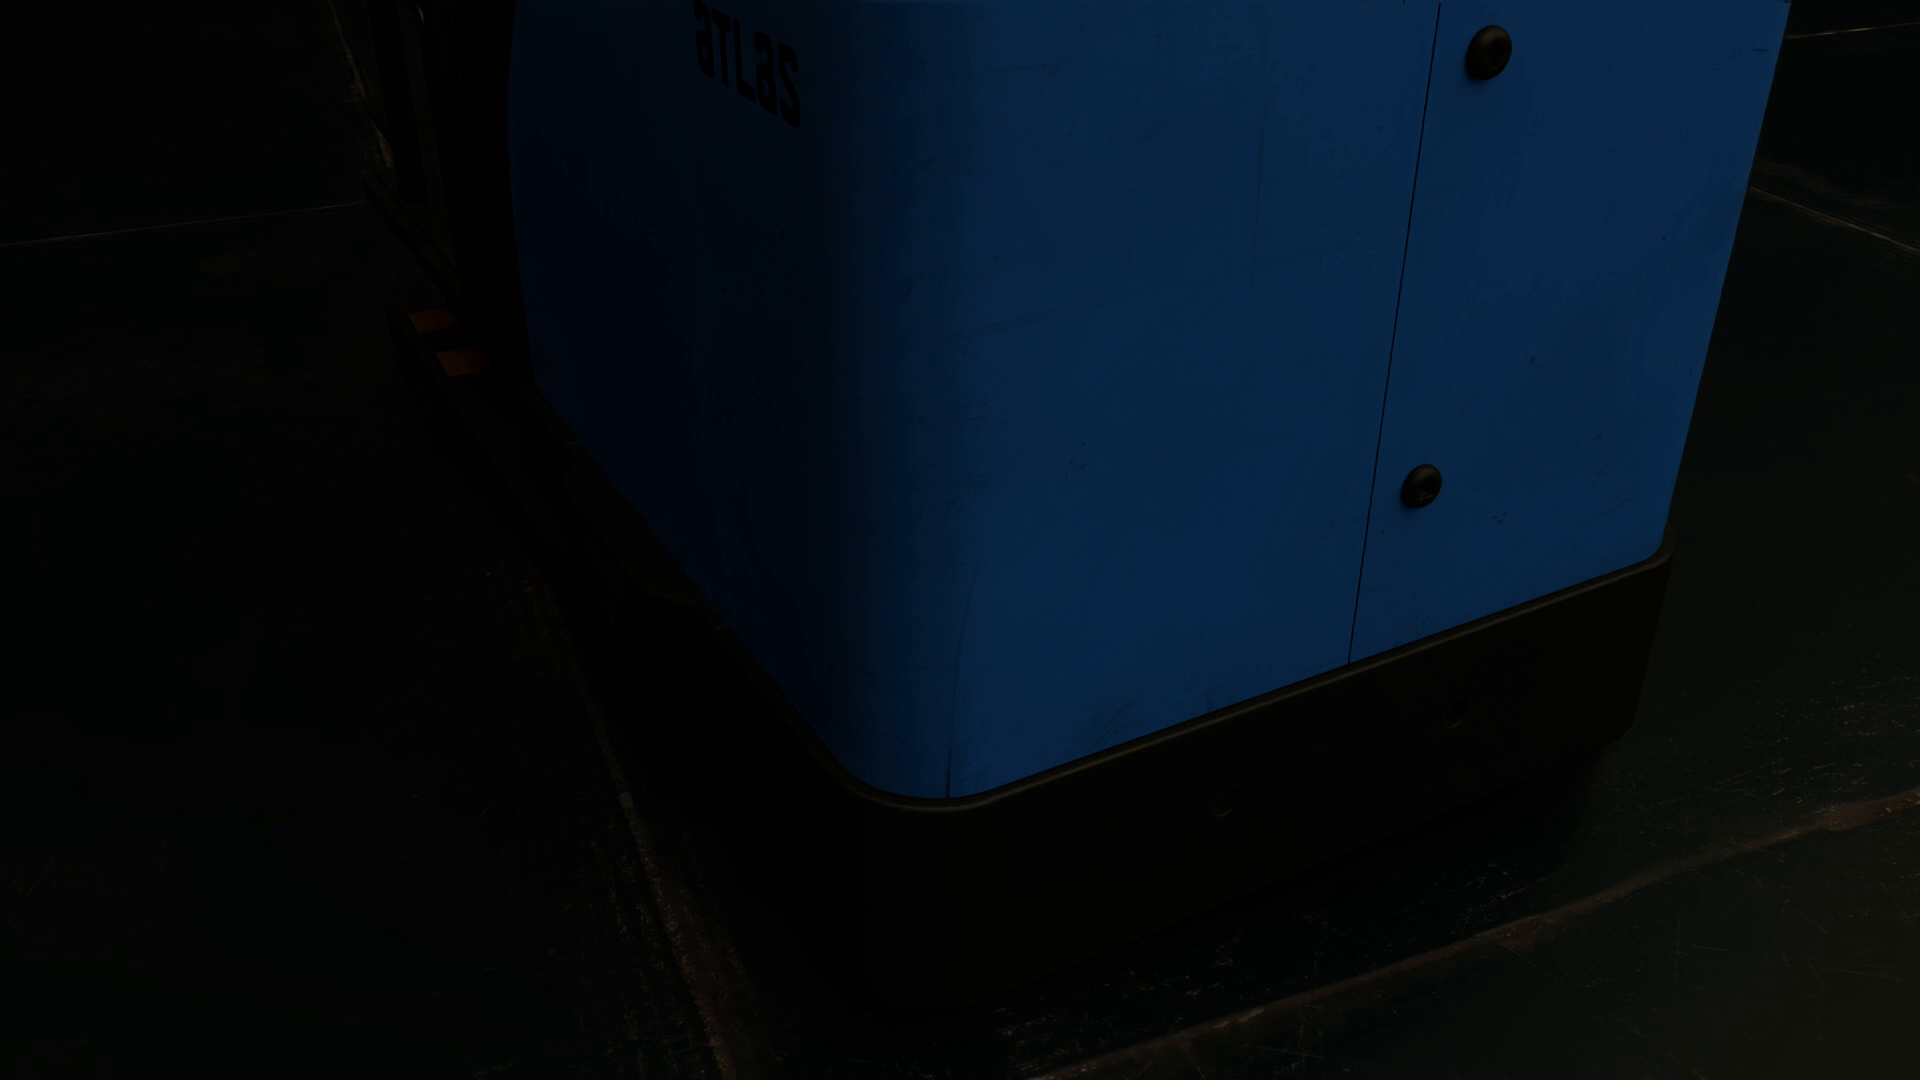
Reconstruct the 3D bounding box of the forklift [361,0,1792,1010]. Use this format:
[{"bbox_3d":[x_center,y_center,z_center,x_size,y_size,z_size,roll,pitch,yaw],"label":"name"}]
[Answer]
[{"bbox_3d":[-0.344,-1.528,2.221,1.130,2.935,3.031,-15,33,-25],"label":"forklift"}]
